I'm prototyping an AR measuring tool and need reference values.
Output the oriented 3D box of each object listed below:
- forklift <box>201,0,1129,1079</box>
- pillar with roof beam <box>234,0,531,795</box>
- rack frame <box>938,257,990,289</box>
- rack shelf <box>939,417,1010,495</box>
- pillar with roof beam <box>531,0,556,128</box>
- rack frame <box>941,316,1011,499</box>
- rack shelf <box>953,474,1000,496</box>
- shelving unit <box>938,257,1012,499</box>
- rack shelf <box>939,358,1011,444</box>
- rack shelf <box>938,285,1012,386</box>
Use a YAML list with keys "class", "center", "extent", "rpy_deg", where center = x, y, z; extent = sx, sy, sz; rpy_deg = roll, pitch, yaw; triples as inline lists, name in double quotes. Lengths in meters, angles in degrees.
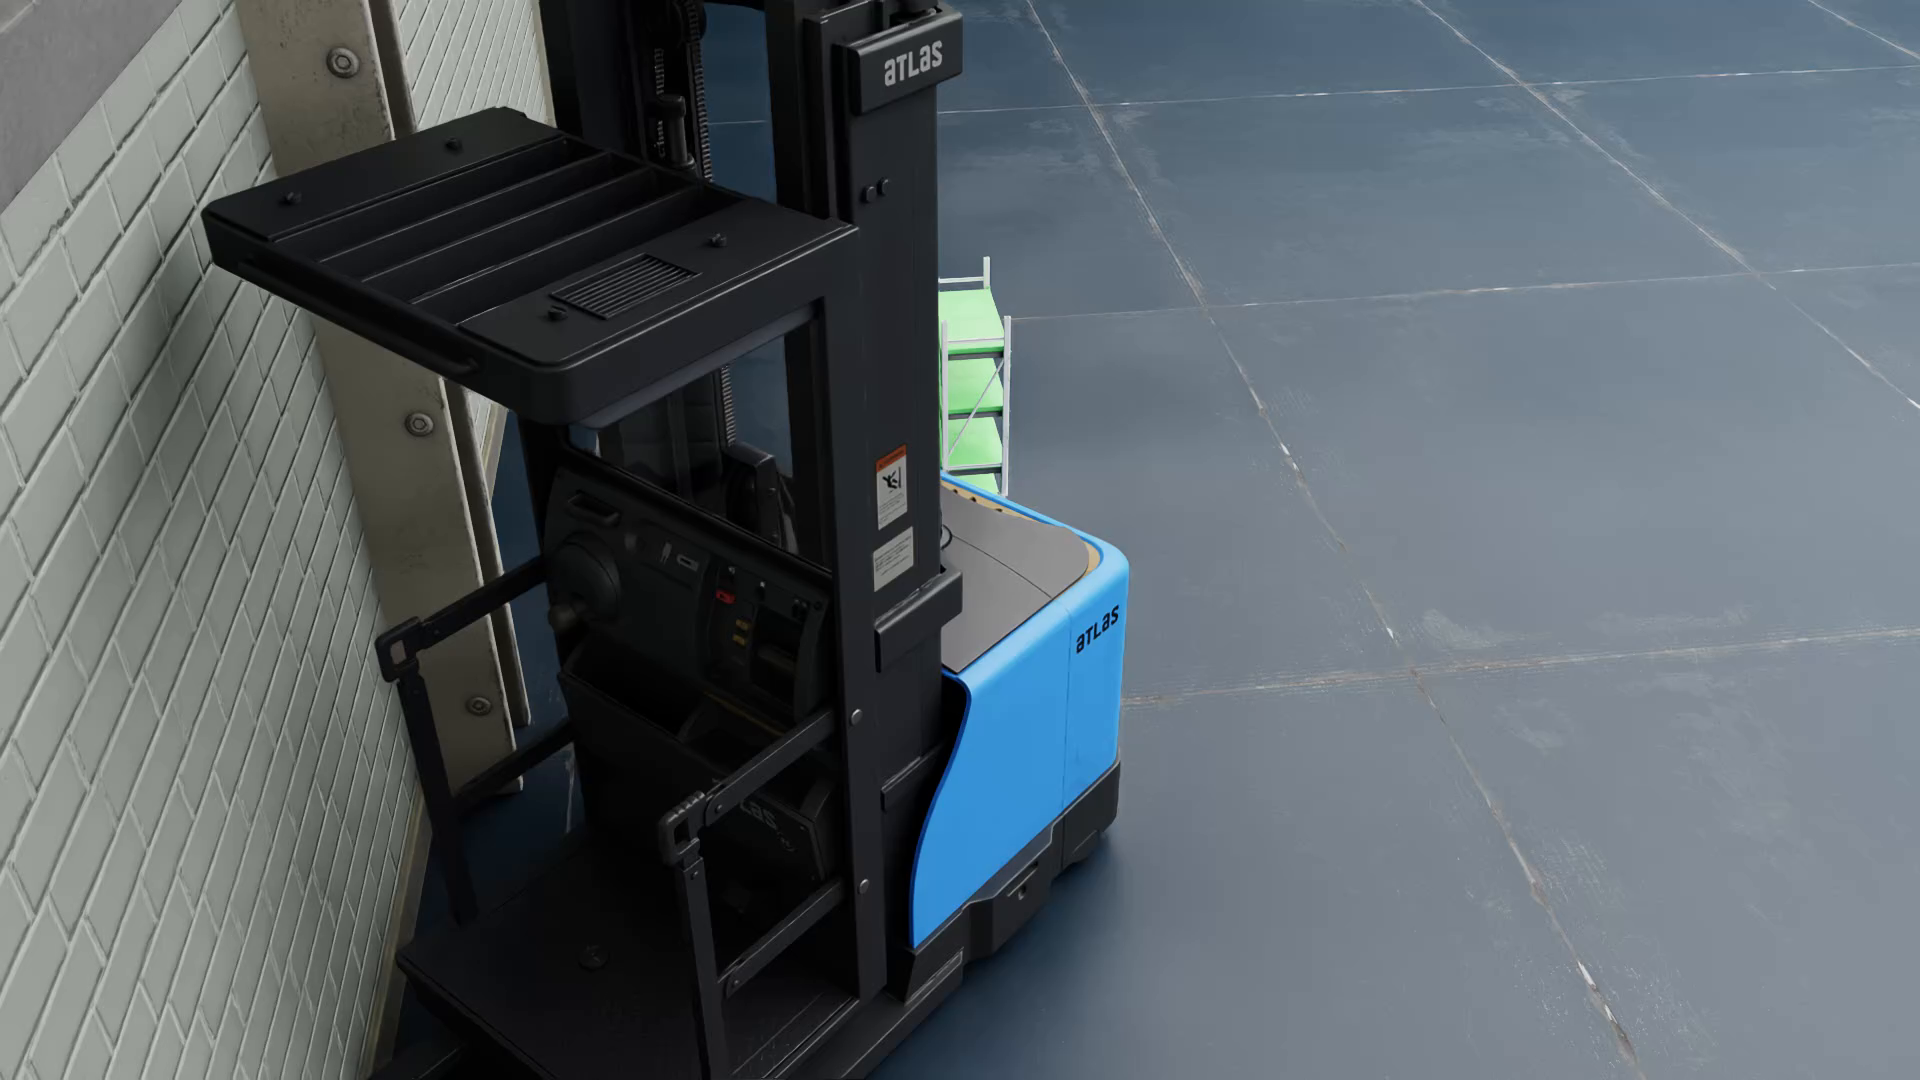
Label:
- class: "forklift"
  center: [-0.809, 0.185, 3.876]
  extent: [1.130, 2.935, 3.031]
  rpy_deg: [24, 41, 31]
- class: "pillar with roof beam"
  center: [2.631, -3.307, 3.612]
  extent: [9.100, 9.000, 0.400]
  rpy_deg: [-4, 35, -6]
- class: "rack frame"
  center: [-0.011, -0.540, 6.476]
  extent: [0.240, 1.200, 0.015]
  rpy_deg: [-4, 35, -6]
- class: "rack shelf"
  center: [0.022, -0.351, 6.313]
  extent: [0.258, 0.148, 0.480]
  rpy_deg: [-4, 35, -6]
- class: "pillar with roof beam"
  center: [1.824, -6.655, 8.525]
  extent: [9.100, 9.000, 0.400]
  rpy_deg: [-4, 35, -6]
- class: "rack frame"
  center: [0.055, -0.267, 6.077]
  extent: [0.240, 1.200, 0.015]
  rpy_deg: [-4, 35, -6]
- class: "rack shelf"
  center: [0.022, -0.152, 6.448]
  extent: [0.258, 0.148, 0.480]
  rpy_deg: [-4, 35, -6]
- class: "shelving unit"
  center: [0.022, -0.403, 6.277]
  extent: [0.258, 1.200, 0.503]
  rpy_deg: [-4, 35, -6]
- class: "rack shelf"
  center: [0.022, -0.549, 6.177]
  extent: [0.258, 0.148, 0.480]
  rpy_deg: [-4, 35, -6]
- class: "rack shelf"
  center: [0.022, -0.747, 6.042]
  extent: [0.258, 0.148, 0.480]
  rpy_deg: [-4, 35, -6]
